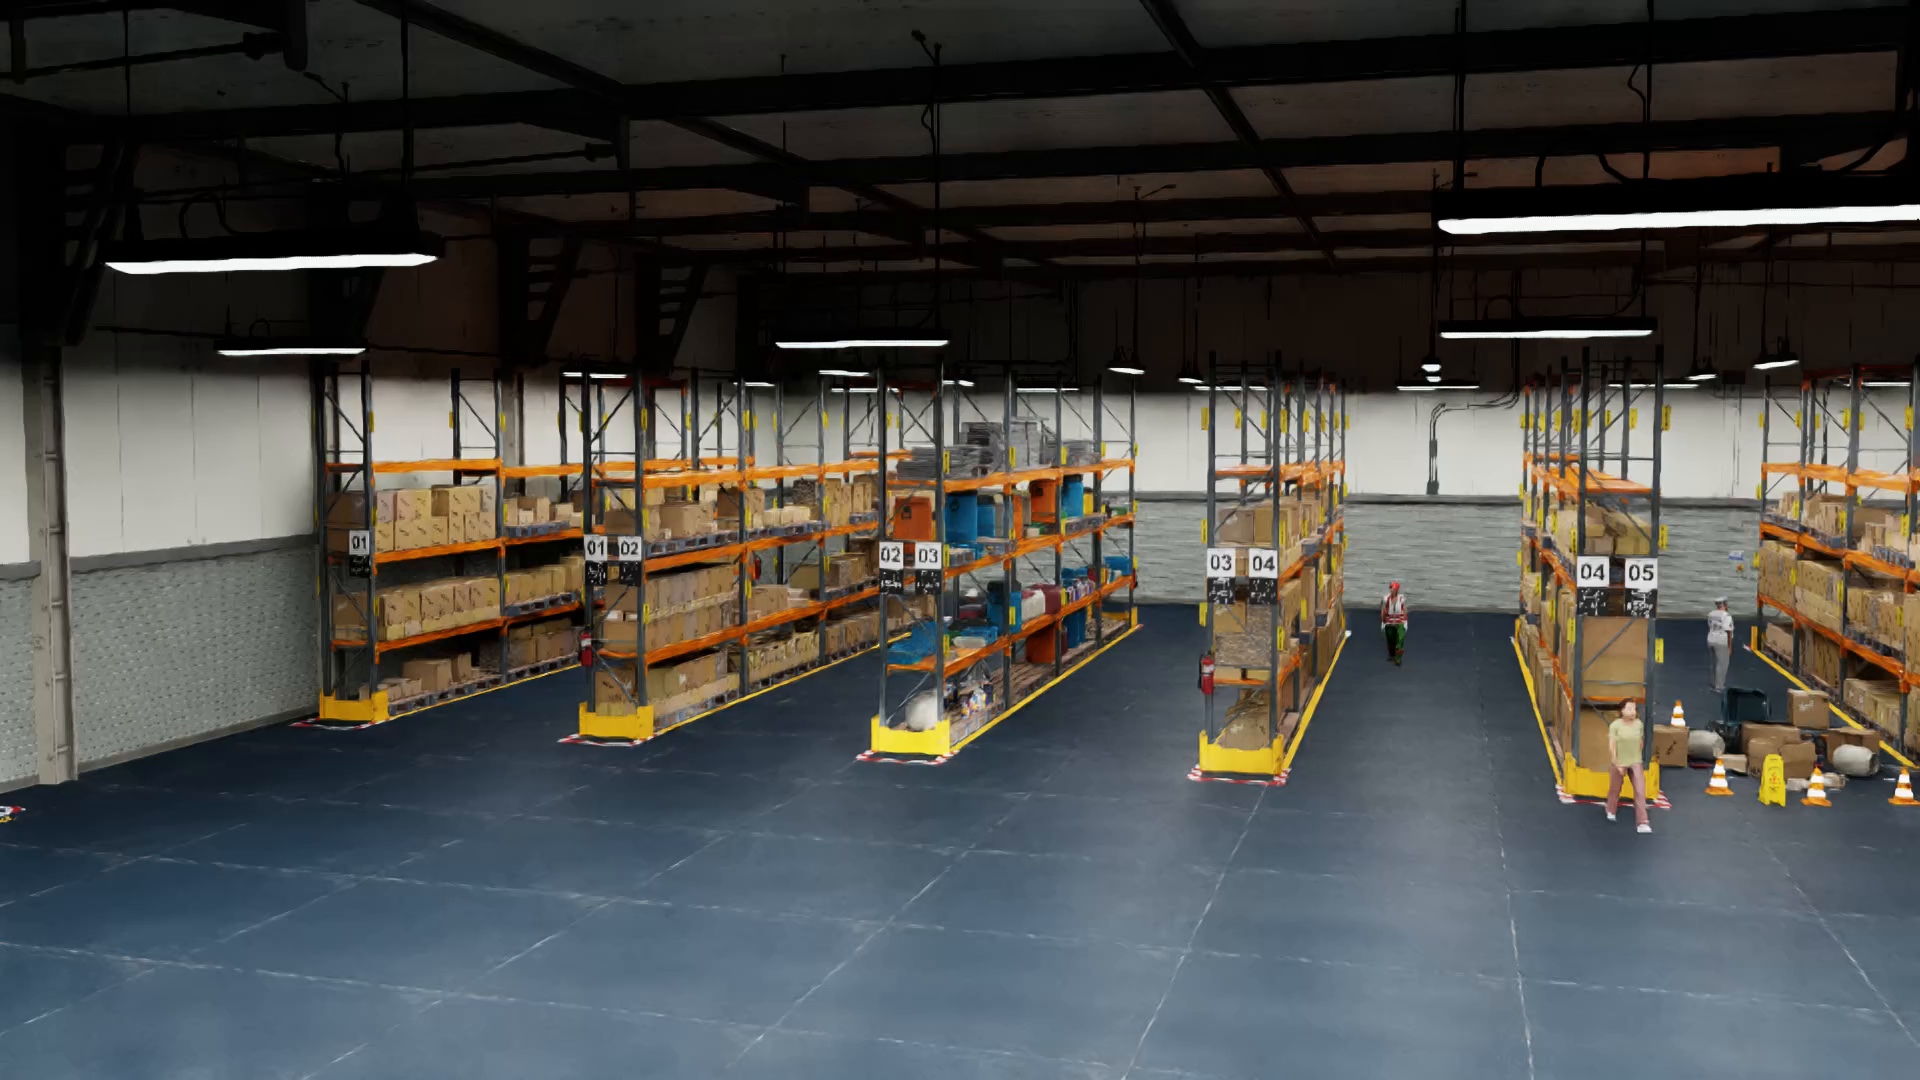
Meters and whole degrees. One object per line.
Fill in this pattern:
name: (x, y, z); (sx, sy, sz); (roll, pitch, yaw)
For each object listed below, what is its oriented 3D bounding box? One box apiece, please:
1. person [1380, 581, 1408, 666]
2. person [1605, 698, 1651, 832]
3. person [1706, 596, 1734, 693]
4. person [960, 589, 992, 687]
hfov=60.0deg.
person: (8.904, 1.695, 34.146); (0.543, 1.709, 1.117); (1, 4, 18)
person: (8.174, 2.728, 20.407); (0.446, 1.604, 1.018); (1, 4, 8)
person: (14.042, 1.922, 30.650); (0.469, 1.757, 0.589); (-1, 4, -15)
person: (0.316, 1.772, 29.999); (0.508, 1.780, 0.711); (0, 4, -2)
